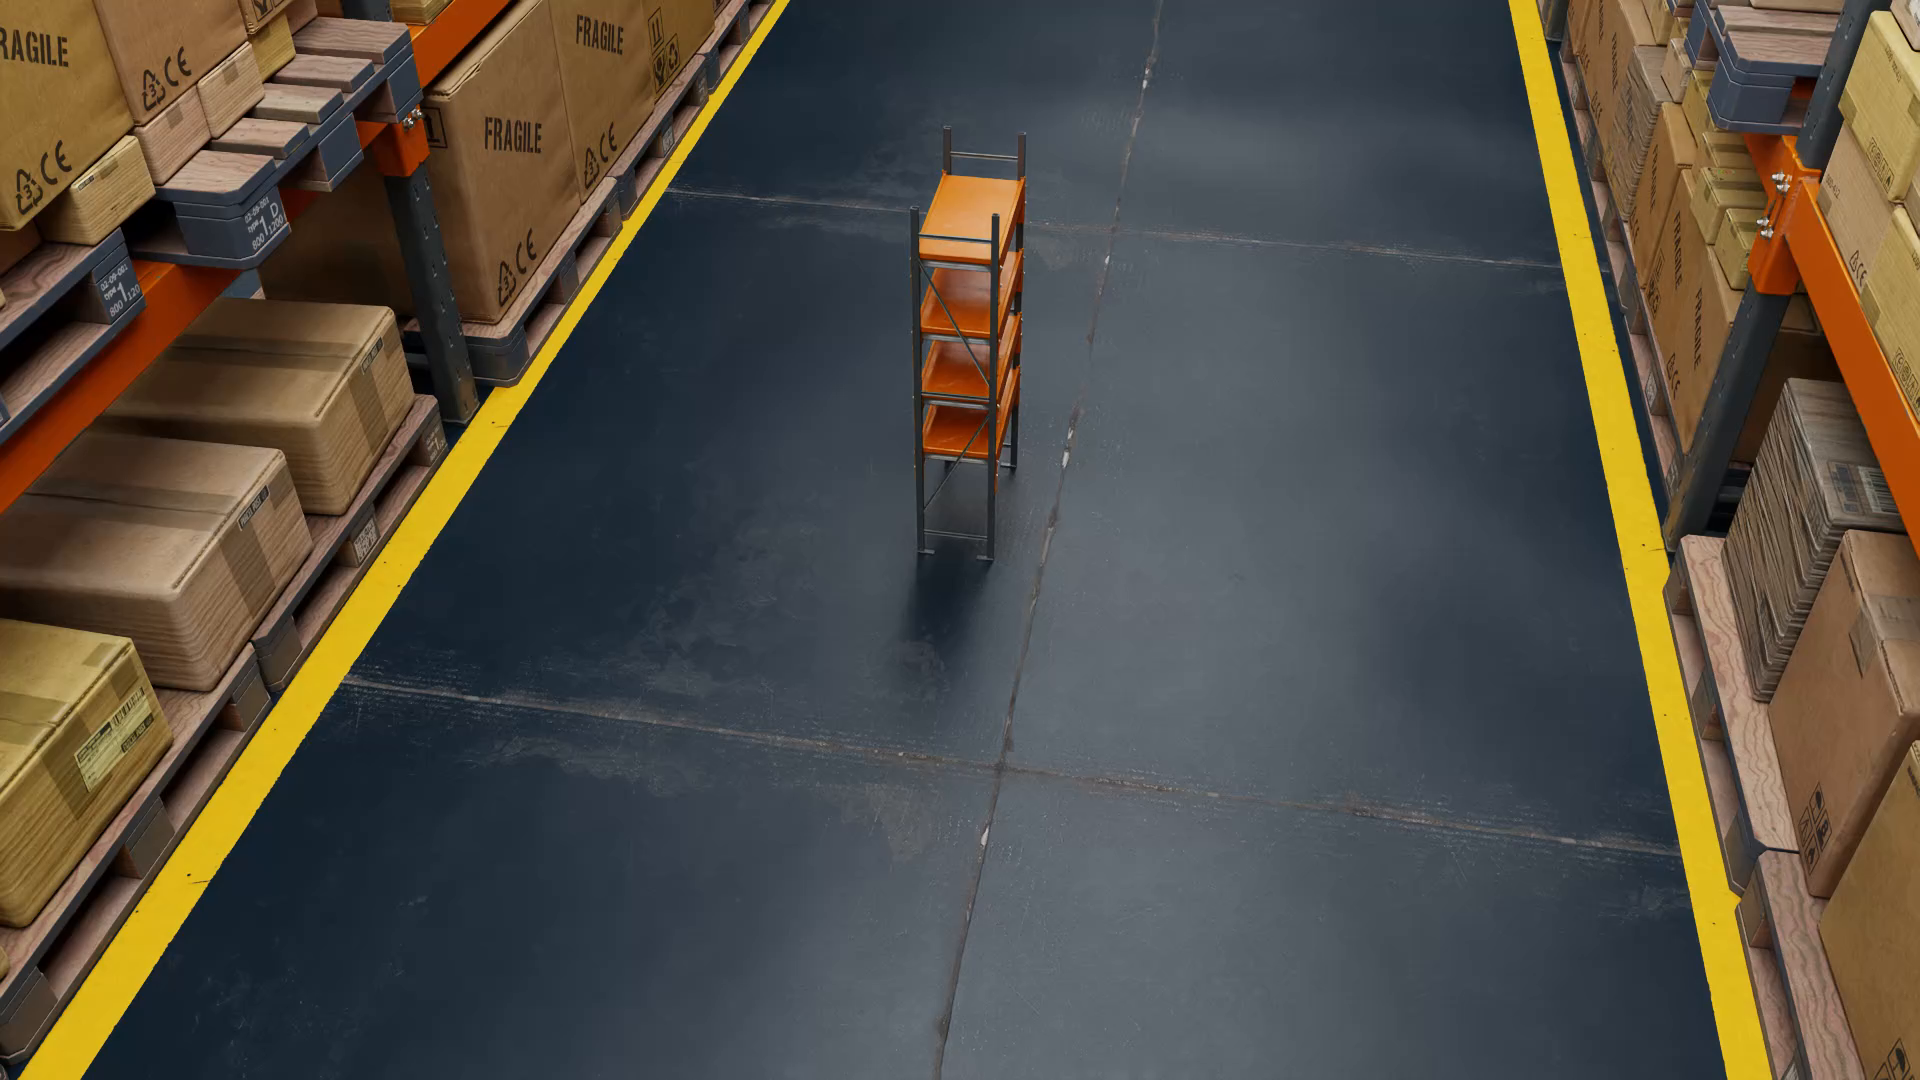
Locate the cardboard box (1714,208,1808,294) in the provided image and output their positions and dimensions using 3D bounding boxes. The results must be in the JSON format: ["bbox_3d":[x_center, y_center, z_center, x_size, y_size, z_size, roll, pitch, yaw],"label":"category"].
[{"bbox_3d":[2.546,-0.880,5.083,0.380,0.149,0.250,5,40,5],"label":"cardboard box"}]

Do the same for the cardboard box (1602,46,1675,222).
[{"bbox_3d":[2.828,-1.551,6.404,0.500,0.500,0.500,5,40,6],"label":"cardboard box"}]

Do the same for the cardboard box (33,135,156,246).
[{"bbox_3d":[-2.064,-0.801,3.733,0.380,0.149,0.250,7,40,8],"label":"cardboard box"}]

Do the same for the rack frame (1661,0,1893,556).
[{"bbox_3d":[2.710,-1.094,4.219,1.000,3.000,0.127,6,40,8],"label":"rack frame"}]

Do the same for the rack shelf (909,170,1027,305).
[{"bbox_3d":[0.029,-0.869,4.743,0.258,0.148,0.480,6,40,8],"label":"rack shelf"}]

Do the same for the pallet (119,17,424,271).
[{"bbox_3d":[-2.197,-1.106,4.384,1.213,0.211,1.003,6,40,8],"label":"pallet"}]

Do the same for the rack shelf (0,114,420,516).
[{"bbox_3d":[-2.525,-0.106,3.589,1.077,0.370,4.000,6,40,8],"label":"rack shelf"}]

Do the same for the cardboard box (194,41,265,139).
[{"bbox_3d":[-1.979,-1.133,4.134,0.380,0.149,0.250,6,40,7],"label":"cardboard box"}]

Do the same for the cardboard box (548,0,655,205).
[{"bbox_3d":[-1.819,-1.965,6.611,0.875,0.875,0.875,7,40,8],"label":"cardboard box"}]

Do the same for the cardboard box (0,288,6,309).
[{"bbox_3d":[-2.194,-0.491,3.357,0.380,0.149,0.250,5,40,6],"label":"cardboard box"}]

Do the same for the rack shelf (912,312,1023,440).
[{"bbox_3d":[0.029,-0.514,5.036,0.258,0.148,0.480,6,40,8],"label":"rack shelf"}]

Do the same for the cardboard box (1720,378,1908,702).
[{"bbox_3d":[2.589,0.050,4.370,0.875,0.625,0.625,8,40,9],"label":"cardboard box"}]

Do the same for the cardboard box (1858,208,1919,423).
[{"bbox_3d":[2.301,-0.469,3.581,0.500,0.250,0.500,6,40,7],"label":"cardboard box"}]

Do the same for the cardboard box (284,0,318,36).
[{"bbox_3d":[-2.004,-1.472,4.544,0.380,0.149,0.250,8,40,9],"label":"cardboard box"}]

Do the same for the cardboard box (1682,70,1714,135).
[{"bbox_3d":[2.785,-1.532,5.873,0.380,0.149,0.250,6,40,7],"label":"cardboard box"}]

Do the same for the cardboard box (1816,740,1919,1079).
[{"bbox_3d":[2.367,0.883,3.362,0.875,0.625,0.625,5,40,6],"label":"cardboard box"}]

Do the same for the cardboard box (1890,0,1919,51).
[{"bbox_3d":[2.365,-1.215,3.778,0.380,0.149,0.250,8,40,9],"label":"cardboard box"}]

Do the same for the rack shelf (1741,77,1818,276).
[{"bbox_3d":[3.057,-2.072,5.966,1.077,0.370,4.000,6,40,8],"label":"rack shelf"}]

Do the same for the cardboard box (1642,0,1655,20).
[{"bbox_3d":[2.960,-2.186,6.663,0.380,0.149,0.250,6,40,8],"label":"cardboard box"}]

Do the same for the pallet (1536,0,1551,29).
[{"bbox_3d":[3.522,-2.960,8.665,1.003,0.211,1.213,6,40,8],"label":"pallet"}]

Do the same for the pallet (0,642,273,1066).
[{"bbox_3d":[-2.529,0.690,4.250,1.003,0.211,1.213,6,40,8],"label":"pallet"}]

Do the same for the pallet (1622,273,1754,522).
[{"bbox_3d":[2.877,-0.483,5.669,1.003,0.211,1.213,6,40,8],"label":"pallet"}]

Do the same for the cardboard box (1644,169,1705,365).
[{"bbox_3d":[2.669,-0.894,5.610,0.500,0.500,0.500,6,40,7],"label":"cardboard box"}]

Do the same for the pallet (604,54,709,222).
[{"bbox_3d":[-1.755,-1.814,7.278,1.003,0.211,1.213,6,40,8],"label":"pallet"}]

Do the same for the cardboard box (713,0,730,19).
[{"bbox_3d":[-1.515,-3.094,7.976,0.875,0.875,0.875,8,40,9],"label":"cardboard box"}]

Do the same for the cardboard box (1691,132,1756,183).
[{"bbox_3d":[2.652,-1.215,5.489,0.380,0.149,0.250,5,40,6],"label":"cardboard box"}]

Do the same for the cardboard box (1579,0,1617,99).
[{"bbox_3d":[3.015,-2.189,7.175,0.500,0.500,0.500,6,40,7],"label":"cardboard box"}]

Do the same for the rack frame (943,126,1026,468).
[{"bbox_3d":[0.071,-0.719,5.179,0.240,1.200,0.015,6,40,8],"label":"rack frame"}]

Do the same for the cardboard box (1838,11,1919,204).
[{"bbox_3d":[2.368,-0.980,3.806,0.500,0.250,0.500,6,40,8],"label":"cardboard box"}]

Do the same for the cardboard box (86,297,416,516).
[{"bbox_3d":[-2.287,-0.434,5.154,0.950,0.372,0.625,4,40,5],"label":"cardboard box"}]

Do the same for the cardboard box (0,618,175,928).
[{"bbox_3d":[-2.543,0.505,4.018,0.950,0.372,0.625,8,40,9],"label":"cardboard box"}]

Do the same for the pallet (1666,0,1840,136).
[{"bbox_3d":[2.759,-1.453,4.804,1.213,0.211,1.003,6,40,8],"label":"pallet"}]

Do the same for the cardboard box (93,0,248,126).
[{"bbox_3d":[-2.063,-1.312,3.842,0.500,0.500,0.500,6,40,7],"label":"cardboard box"}]

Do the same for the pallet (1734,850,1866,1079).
[{"bbox_3d":[2.316,1.257,3.564,1.003,0.211,1.213,6,40,8],"label":"pallet"}]

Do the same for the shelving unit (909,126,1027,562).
[{"bbox_3d":[0.029,-0.566,4.993,0.258,1.200,0.503,6,40,8],"label":"shelving unit"}]

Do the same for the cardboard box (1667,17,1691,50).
[{"bbox_3d":[2.896,-1.858,6.266,0.380,0.149,0.250,7,40,8],"label":"cardboard box"}]

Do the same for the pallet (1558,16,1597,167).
[{"bbox_3d":[3.299,-2.015,7.521,1.003,0.211,1.213,6,40,8],"label":"pallet"}]
